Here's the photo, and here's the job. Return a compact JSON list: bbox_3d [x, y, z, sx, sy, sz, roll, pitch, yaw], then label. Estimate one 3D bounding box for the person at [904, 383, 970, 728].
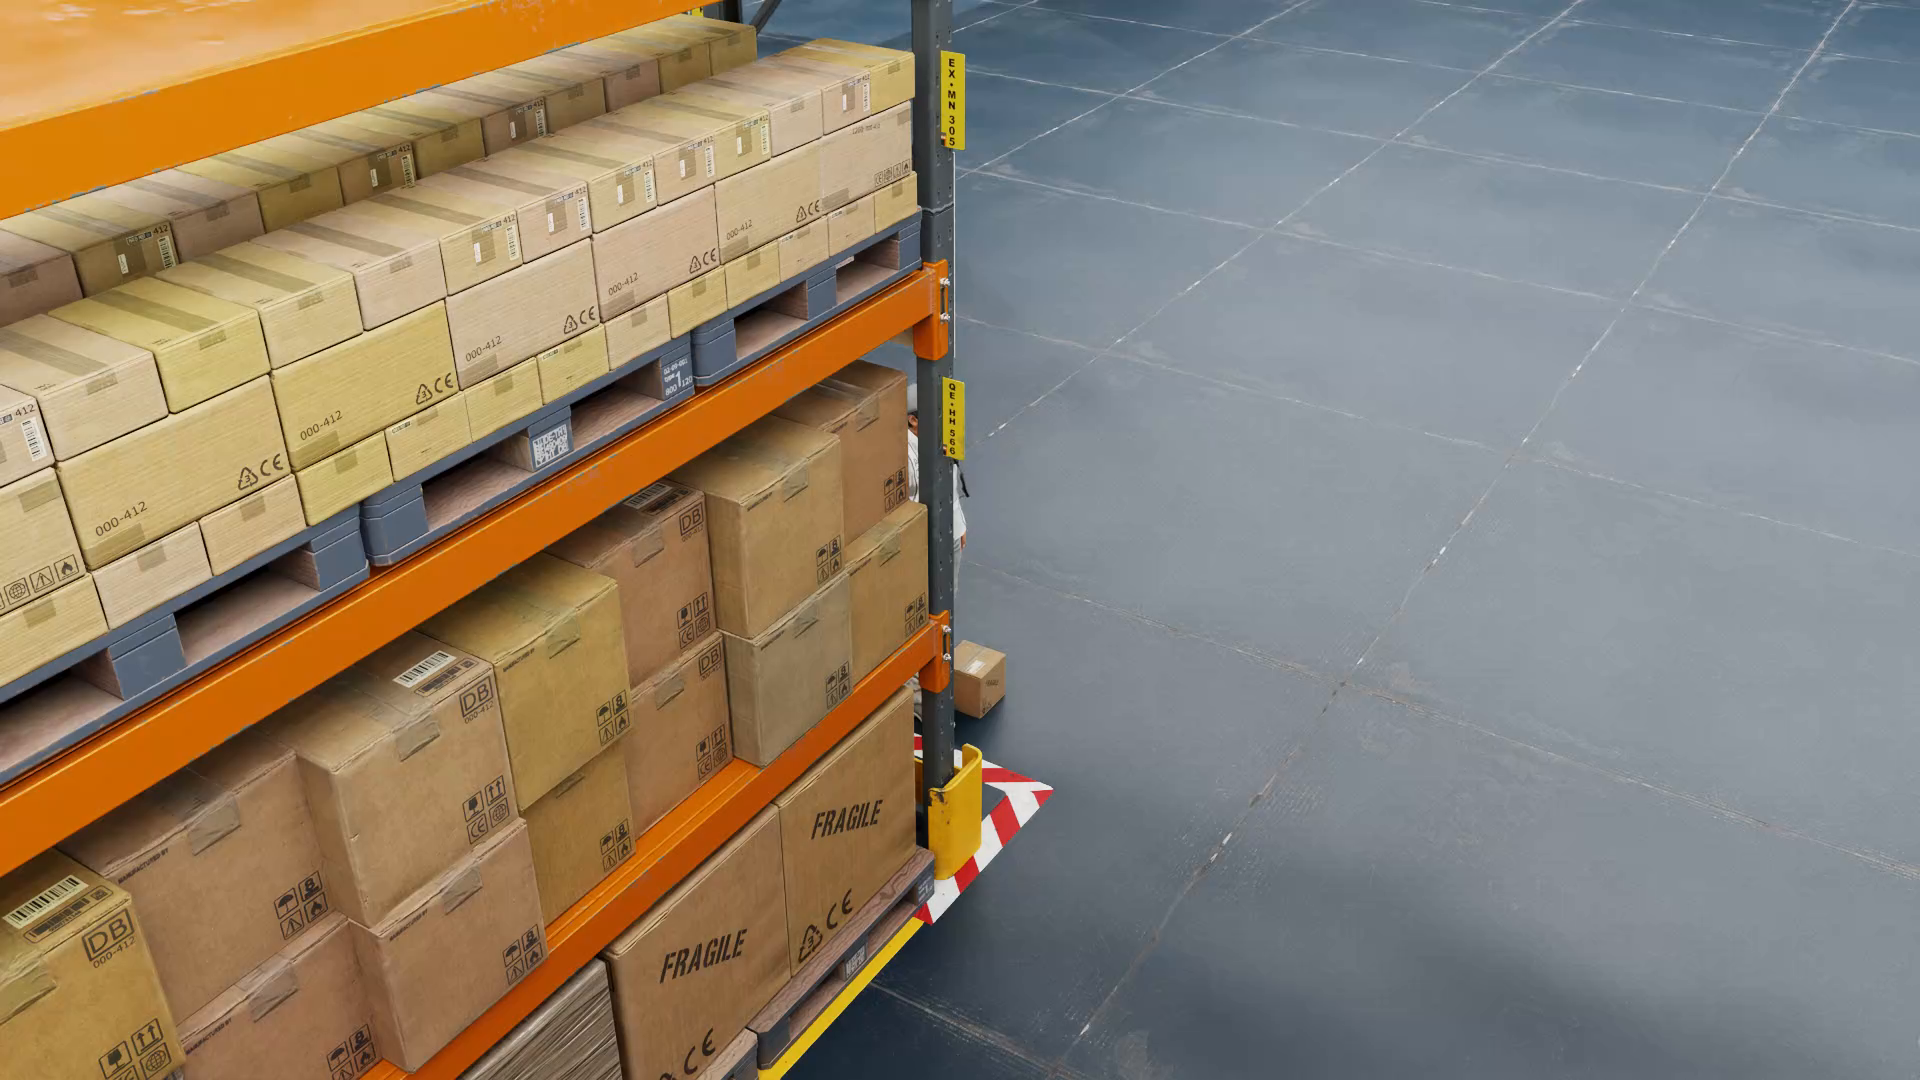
[{"bbox_3d":[-0.121,0.050,8.072,0.528,1.671,0.599,19,35,28],"label":"person"}]
